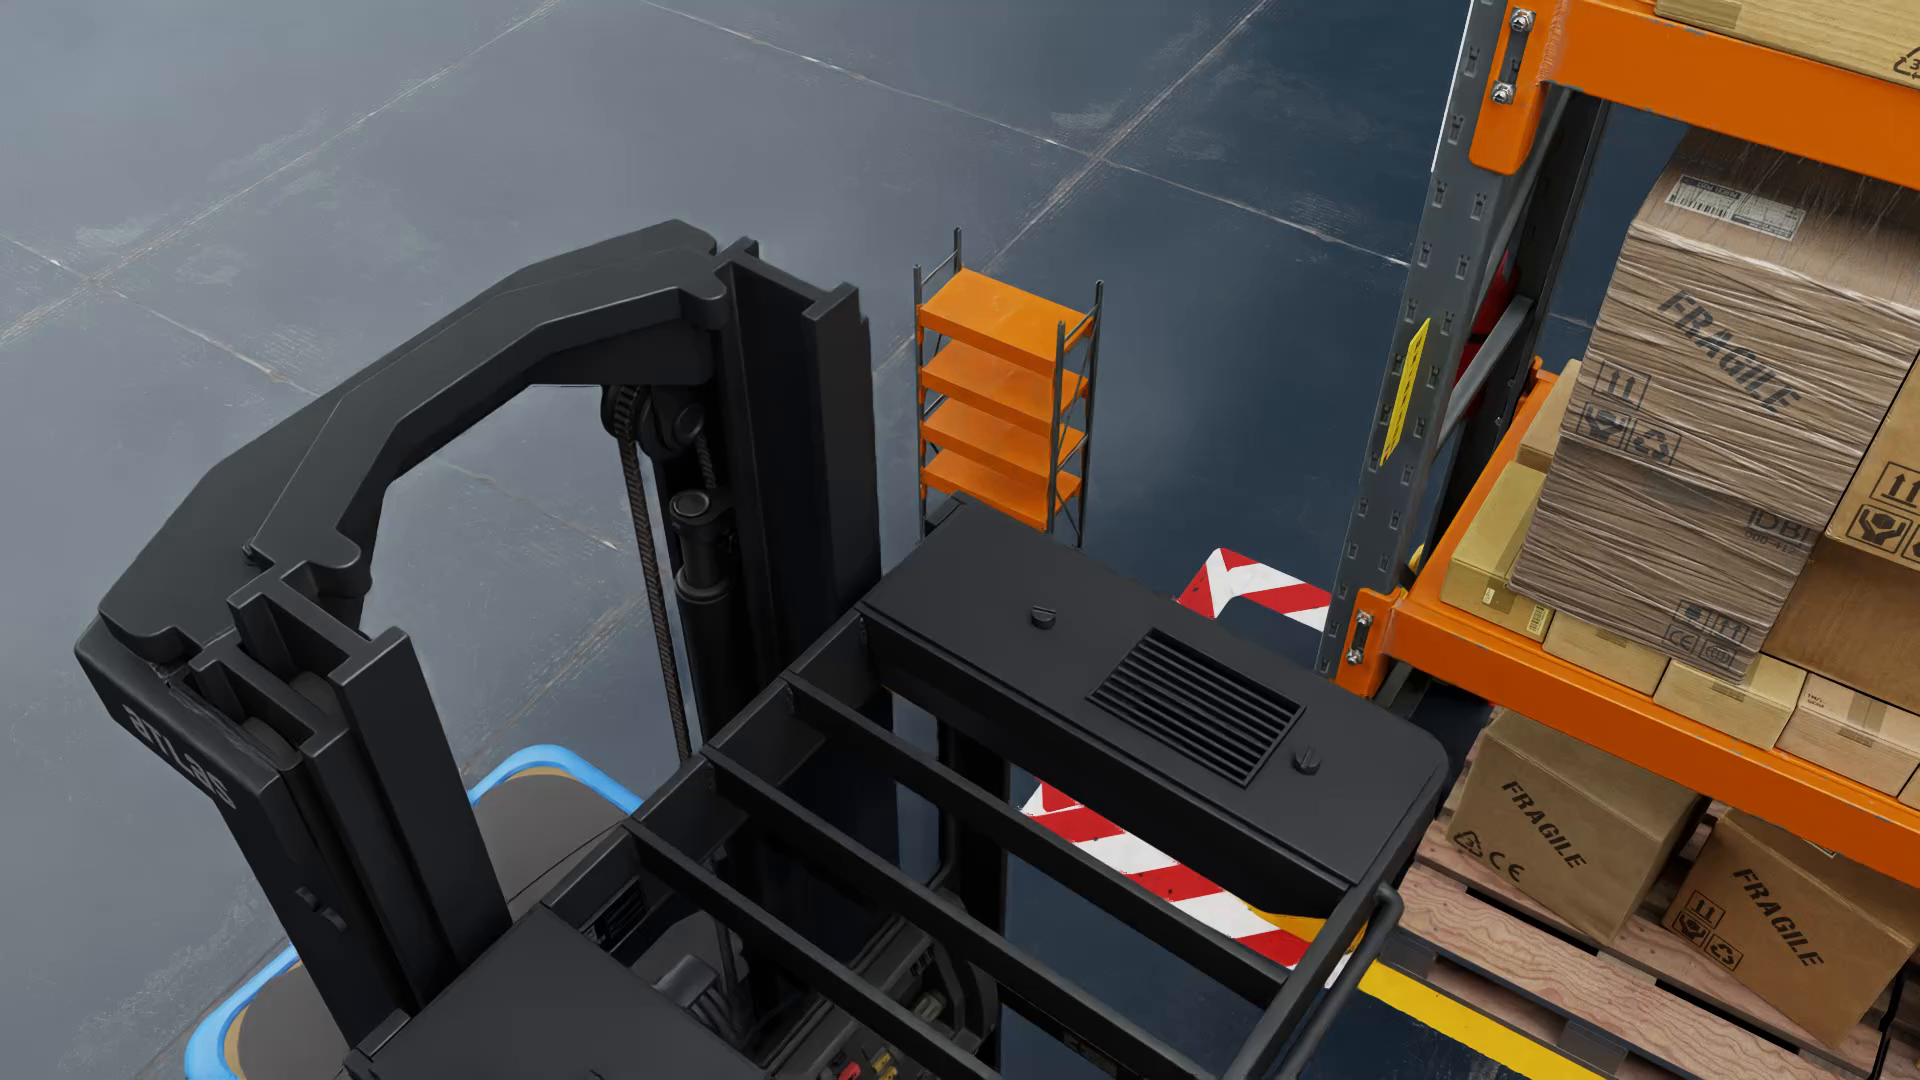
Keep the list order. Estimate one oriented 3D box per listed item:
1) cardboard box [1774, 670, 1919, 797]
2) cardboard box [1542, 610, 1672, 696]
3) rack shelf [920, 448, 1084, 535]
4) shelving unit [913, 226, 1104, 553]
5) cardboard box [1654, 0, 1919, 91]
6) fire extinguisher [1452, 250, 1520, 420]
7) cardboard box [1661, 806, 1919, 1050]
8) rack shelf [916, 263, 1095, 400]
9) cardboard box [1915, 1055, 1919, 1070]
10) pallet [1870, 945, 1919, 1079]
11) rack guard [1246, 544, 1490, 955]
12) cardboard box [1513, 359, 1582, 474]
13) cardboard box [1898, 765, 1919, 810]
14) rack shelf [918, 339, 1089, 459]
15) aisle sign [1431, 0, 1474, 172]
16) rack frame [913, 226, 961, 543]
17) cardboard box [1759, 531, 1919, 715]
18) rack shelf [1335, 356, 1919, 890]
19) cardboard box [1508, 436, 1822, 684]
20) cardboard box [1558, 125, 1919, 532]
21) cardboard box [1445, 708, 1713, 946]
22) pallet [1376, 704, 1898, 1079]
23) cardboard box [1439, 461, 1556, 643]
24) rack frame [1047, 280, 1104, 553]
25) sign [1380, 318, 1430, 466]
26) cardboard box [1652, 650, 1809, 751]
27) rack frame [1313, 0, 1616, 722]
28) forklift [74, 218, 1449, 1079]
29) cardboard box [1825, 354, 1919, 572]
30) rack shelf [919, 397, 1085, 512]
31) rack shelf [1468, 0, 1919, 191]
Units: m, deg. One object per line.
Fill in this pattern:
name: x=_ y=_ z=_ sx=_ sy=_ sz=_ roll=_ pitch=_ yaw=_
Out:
cardboard box: x=1.922 y=0.320 z=3.523 sx=0.250 sy=0.149 sz=0.380 roll=25 pitch=51 yaw=22
cardboard box: x=1.498 y=0.130 z=3.707 sx=0.250 sy=0.149 sz=0.380 roll=25 pitch=51 yaw=22
rack shelf: x=0.139 y=-0.169 z=5.448 sx=0.480 sy=0.148 sz=0.258 roll=25 pitch=51 yaw=22
shelving unit: x=0.139 y=-0.354 z=5.257 sx=0.503 sy=1.200 sz=0.258 roll=25 pitch=51 yaw=22
cardboard box: x=1.452 y=-0.971 z=2.615 sx=0.500 sy=0.250 sz=0.500 roll=26 pitch=51 yaw=23
fire extinguisher: x=1.339 y=-0.616 z=4.311 sx=0.183 sy=0.674 sz=0.296 roll=25 pitch=51 yaw=22
cardboard box: x=2.225 y=0.867 z=4.266 sx=0.500 sy=0.500 sz=0.500 roll=-33 pitch=54 yaw=-28
rack shelf: x=0.139 y=-0.628 z=4.976 sx=0.480 sy=0.148 sz=0.258 roll=25 pitch=51 yaw=22
cardboard box: x=2.741 y=1.121 z=4.019 sx=0.500 sy=0.500 sz=0.500 roll=29 pitch=53 yaw=25
pallet: x=2.938 y=1.490 z=4.155 sx=1.213 sy=0.211 sz=1.003 roll=25 pitch=51 yaw=22
rack guard: x=1.250 y=0.580 z=4.838 sx=0.348 sy=0.500 sz=1.175 roll=25 pitch=51 yaw=22
cardboard box: x=1.538 y=-0.247 z=4.074 sx=0.250 sy=0.149 sz=0.380 roll=25 pitch=51 yaw=22
cardboard box: x=2.128 y=0.421 z=3.424 sx=0.250 sy=0.149 sz=0.380 roll=25 pitch=51 yaw=22
rack shelf: x=0.139 y=-0.463 z=5.145 sx=0.480 sy=0.148 sz=0.258 roll=25 pitch=51 yaw=22
aisle sign: x=0.972 y=-1.069 z=2.885 sx=0.004 sy=0.787 sz=0.394 roll=25 pitch=51 yaw=22
rack frame: x=-0.066 y=-0.449 z=5.349 sx=0.015 sy=1.200 sz=0.240 roll=25 pitch=51 yaw=22
cardboard box: x=2.120 y=-0.108 z=3.486 sx=0.500 sy=0.500 sz=0.875 roll=25 pitch=51 yaw=22
rack shelf: x=2.870 y=0.705 z=3.475 sx=4.000 sy=0.370 sz=1.077 roll=25 pitch=51 yaw=22
cardboard box: x=1.635 y=-0.229 z=3.604 sx=0.500 sy=0.500 sz=0.875 roll=25 pitch=51 yaw=22
cardboard box: x=1.502 y=-0.430 z=3.102 sx=0.500 sy=0.500 sz=0.500 roll=25 pitch=51 yaw=22
cardboard box: x=1.703 y=0.656 z=4.471 sx=0.500 sy=0.500 sz=0.500 roll=34 pitch=55 yaw=29
pallet: x=1.915 y=1.017 z=4.615 sx=1.213 sy=0.211 sz=1.003 roll=25 pitch=51 yaw=22
cardboard box: x=1.298 y=0.022 z=3.813 sx=0.250 sy=0.149 sz=0.380 roll=25 pitch=51 yaw=22
rack frame: x=0.345 y=-0.260 z=5.166 sx=0.015 sy=1.200 sz=0.240 roll=25 pitch=51 yaw=22
sign: x=0.894 y=-0.294 z=3.341 sx=0.005 sy=0.325 sz=0.100 roll=25 pitch=51 yaw=22
cardboard box: x=1.700 y=0.236 z=3.604 sx=0.250 sy=0.149 sz=0.380 roll=25 pitch=51 yaw=22
rack frame: x=1.186 y=-0.320 z=3.970 sx=0.127 sy=3.000 sz=1.000 roll=25 pitch=51 yaw=22
forklift: x=-0.079 y=1.083 z=2.654 sx=3.031 sy=2.935 sz=1.130 roll=28 pitch=52 yaw=25
cardboard box: x=1.919 y=-0.232 z=2.909 sx=0.500 sy=0.500 sz=0.500 roll=25 pitch=51 yaw=22
rack shelf: x=0.139 y=-0.307 z=5.306 sx=0.480 sy=0.148 sz=0.258 roll=25 pitch=51 yaw=22
rack shelf: x=2.870 y=-0.341 z=2.399 sx=4.000 sy=0.370 sz=1.077 roll=25 pitch=51 yaw=22
